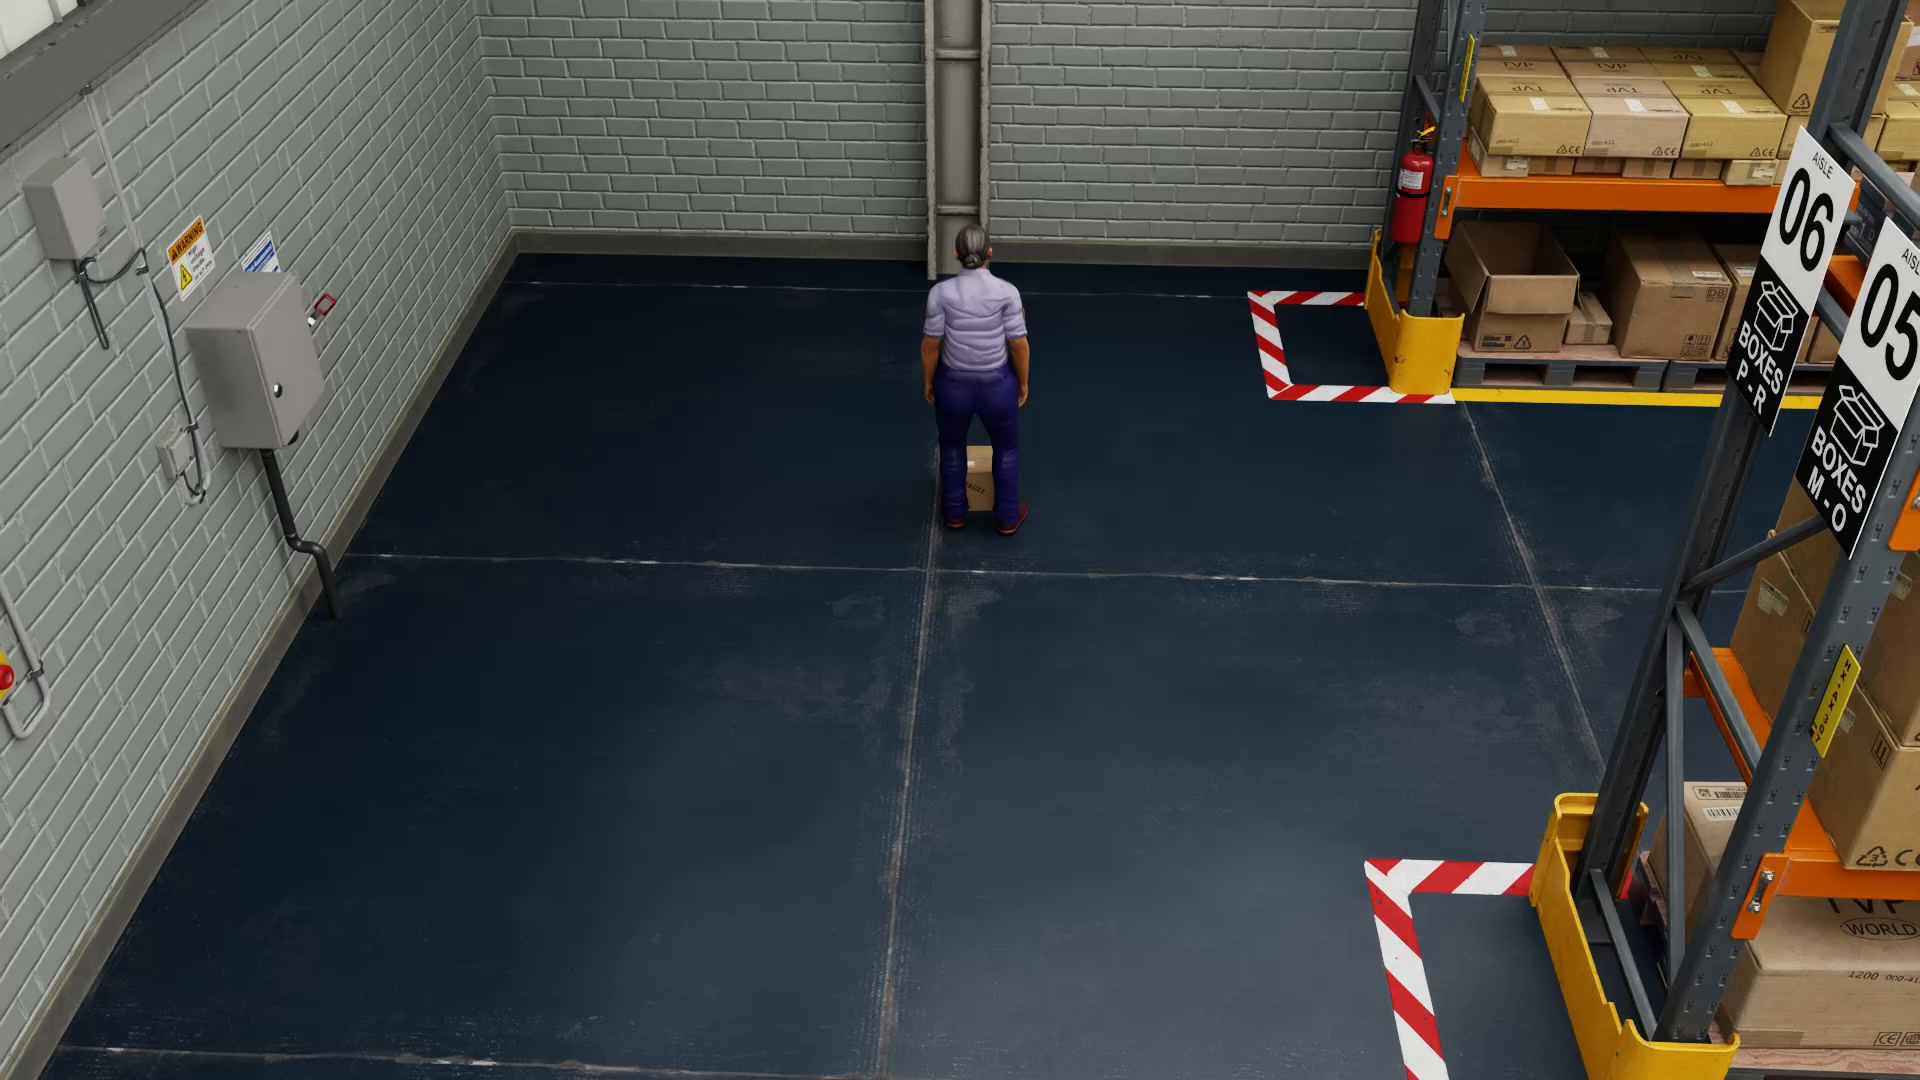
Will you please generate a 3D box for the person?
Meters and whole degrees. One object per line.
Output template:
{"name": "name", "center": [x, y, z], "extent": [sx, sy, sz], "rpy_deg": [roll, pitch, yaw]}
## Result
{"name": "person", "center": [0.083, -0.764, 8.178], "extent": [0.537, 1.651, 0.418], "rpy_deg": [1, 36, 2]}
